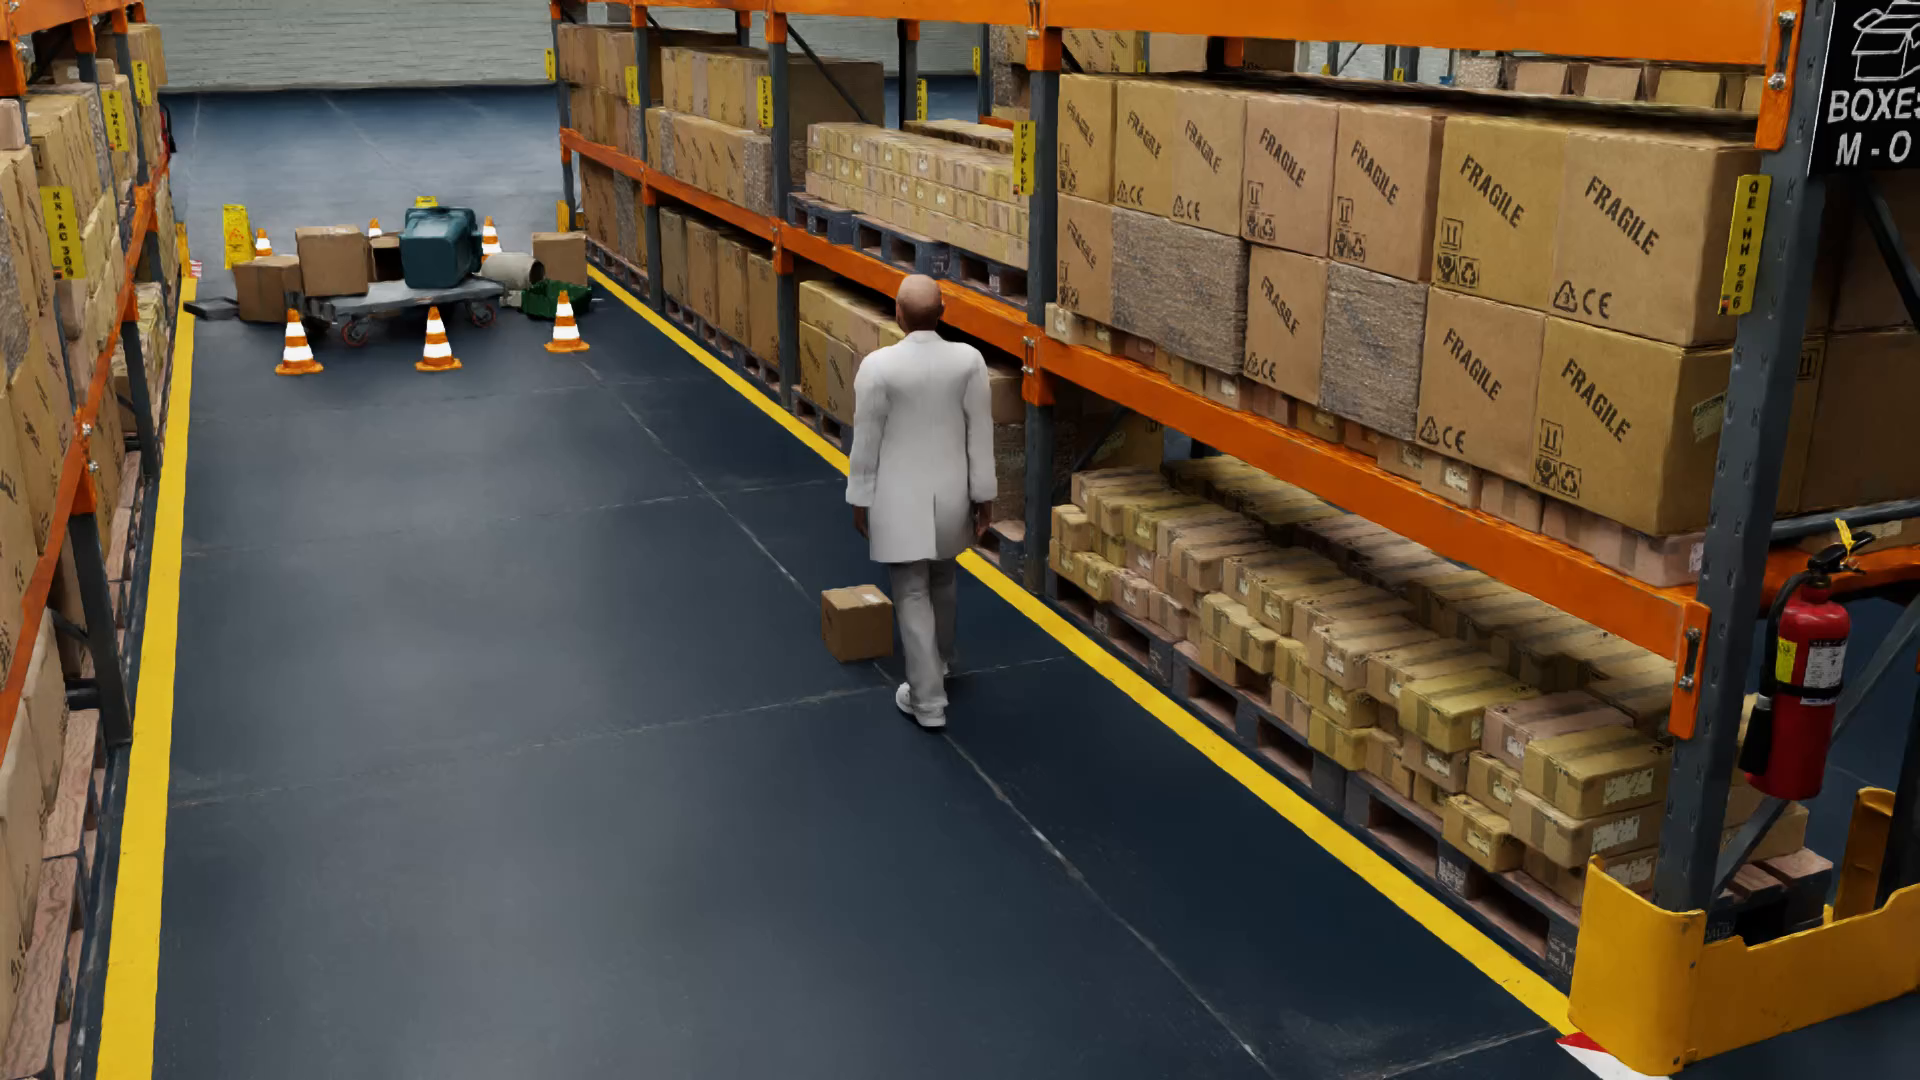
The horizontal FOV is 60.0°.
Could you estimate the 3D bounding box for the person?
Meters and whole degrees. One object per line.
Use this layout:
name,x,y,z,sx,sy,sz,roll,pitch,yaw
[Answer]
person,-0.210,-0.204,6.669,0.586,1.766,0.829,-8,20,-22
